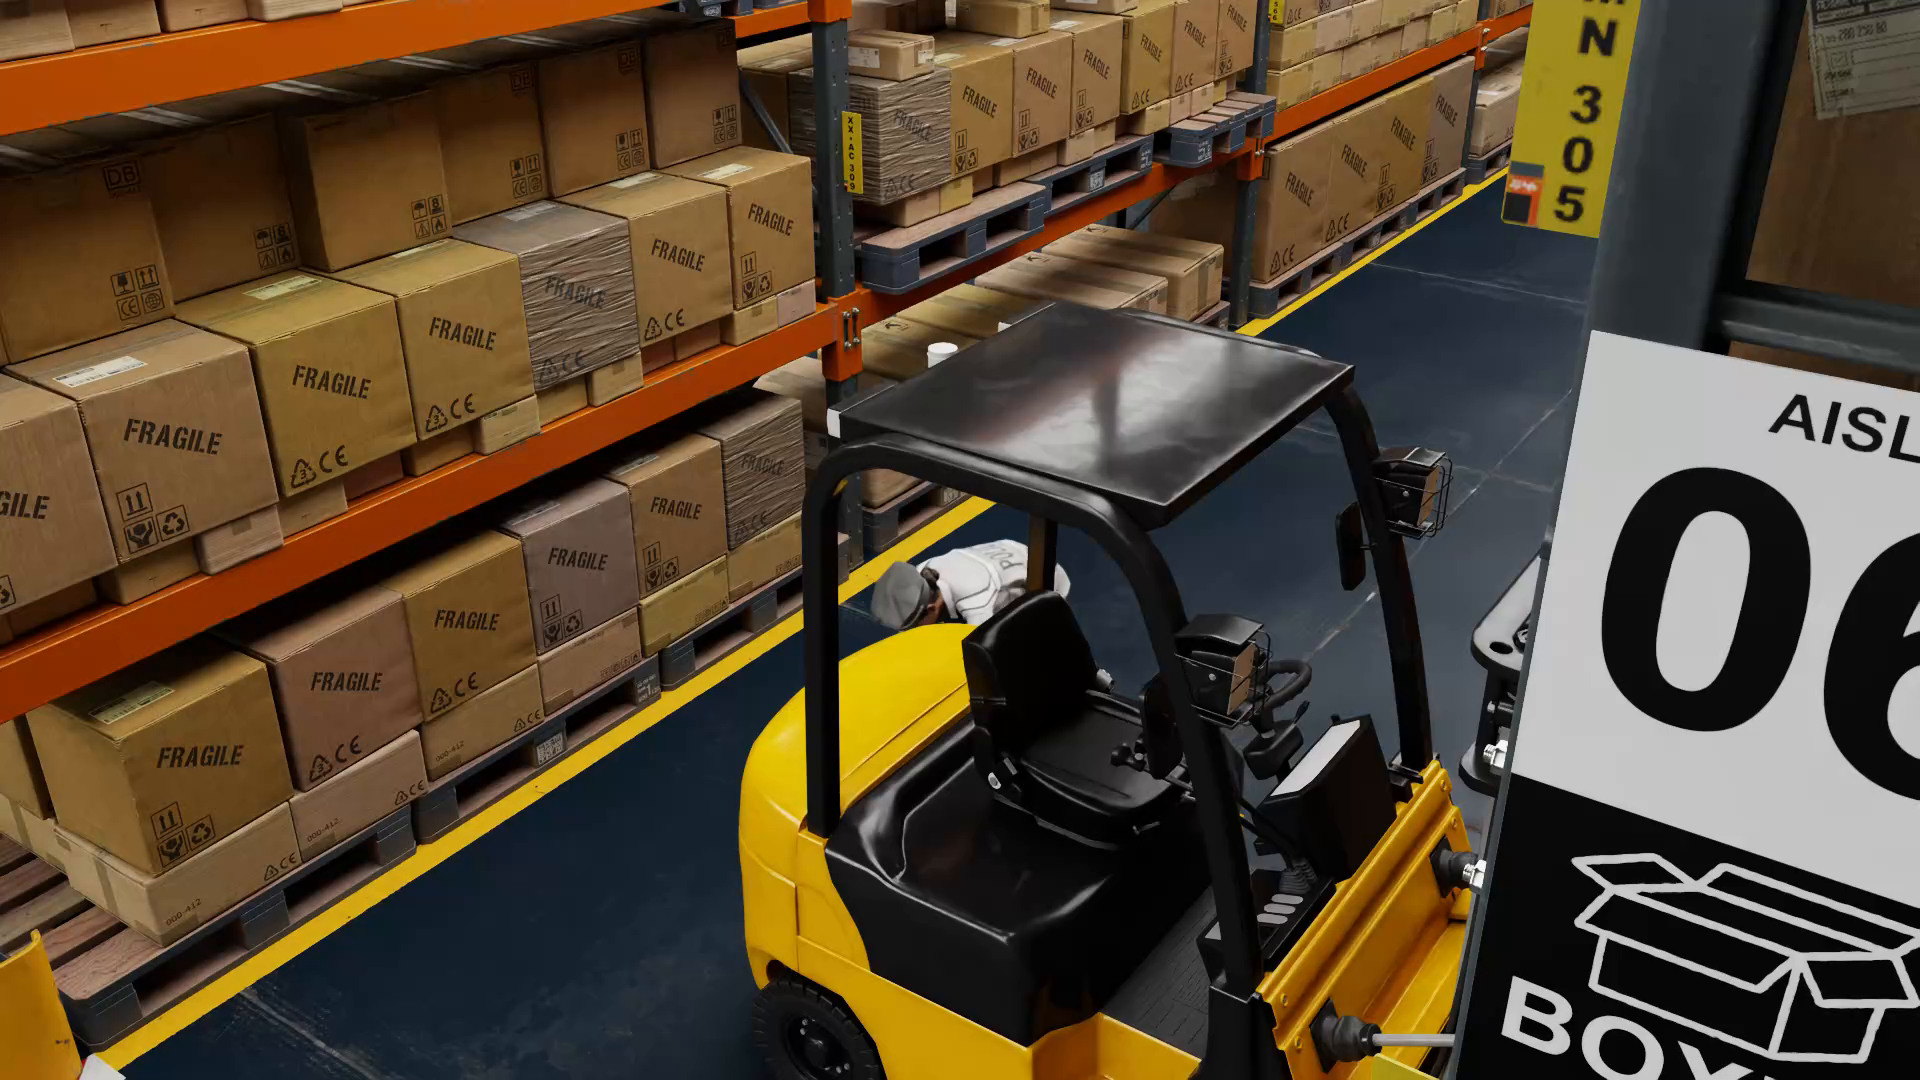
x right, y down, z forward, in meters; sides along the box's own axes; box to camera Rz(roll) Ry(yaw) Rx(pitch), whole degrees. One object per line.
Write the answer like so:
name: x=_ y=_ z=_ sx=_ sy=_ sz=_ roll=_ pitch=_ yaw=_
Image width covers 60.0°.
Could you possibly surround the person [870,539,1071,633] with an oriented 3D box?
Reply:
person: x=0.032 y=0.351 z=6.487 sx=0.901 sy=0.802 sz=0.459 roll=-19 pitch=33 yaw=-33
